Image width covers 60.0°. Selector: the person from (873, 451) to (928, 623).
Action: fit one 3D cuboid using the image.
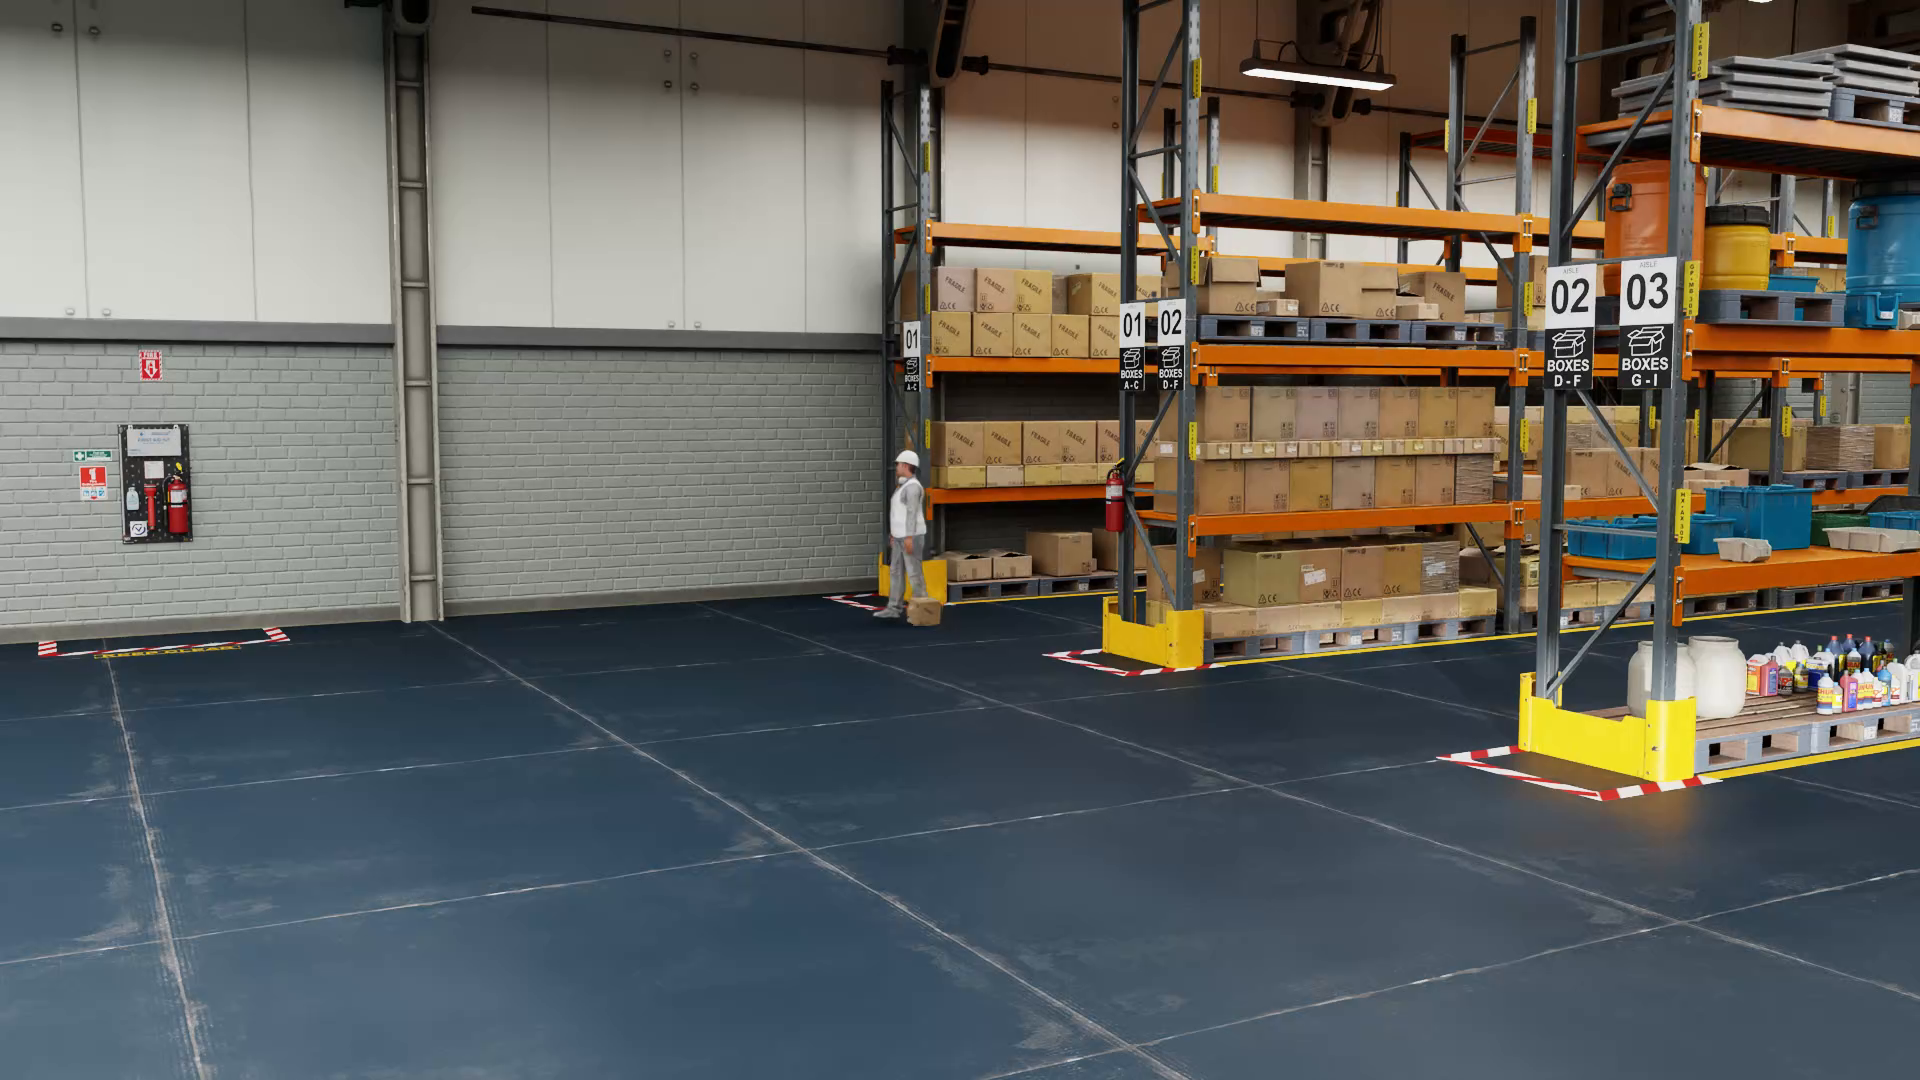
[{"bbox_3d":[-0.612,-0.040,17.283,0.555,1.773,0.614,-1,5,-15],"label":"person"}]
